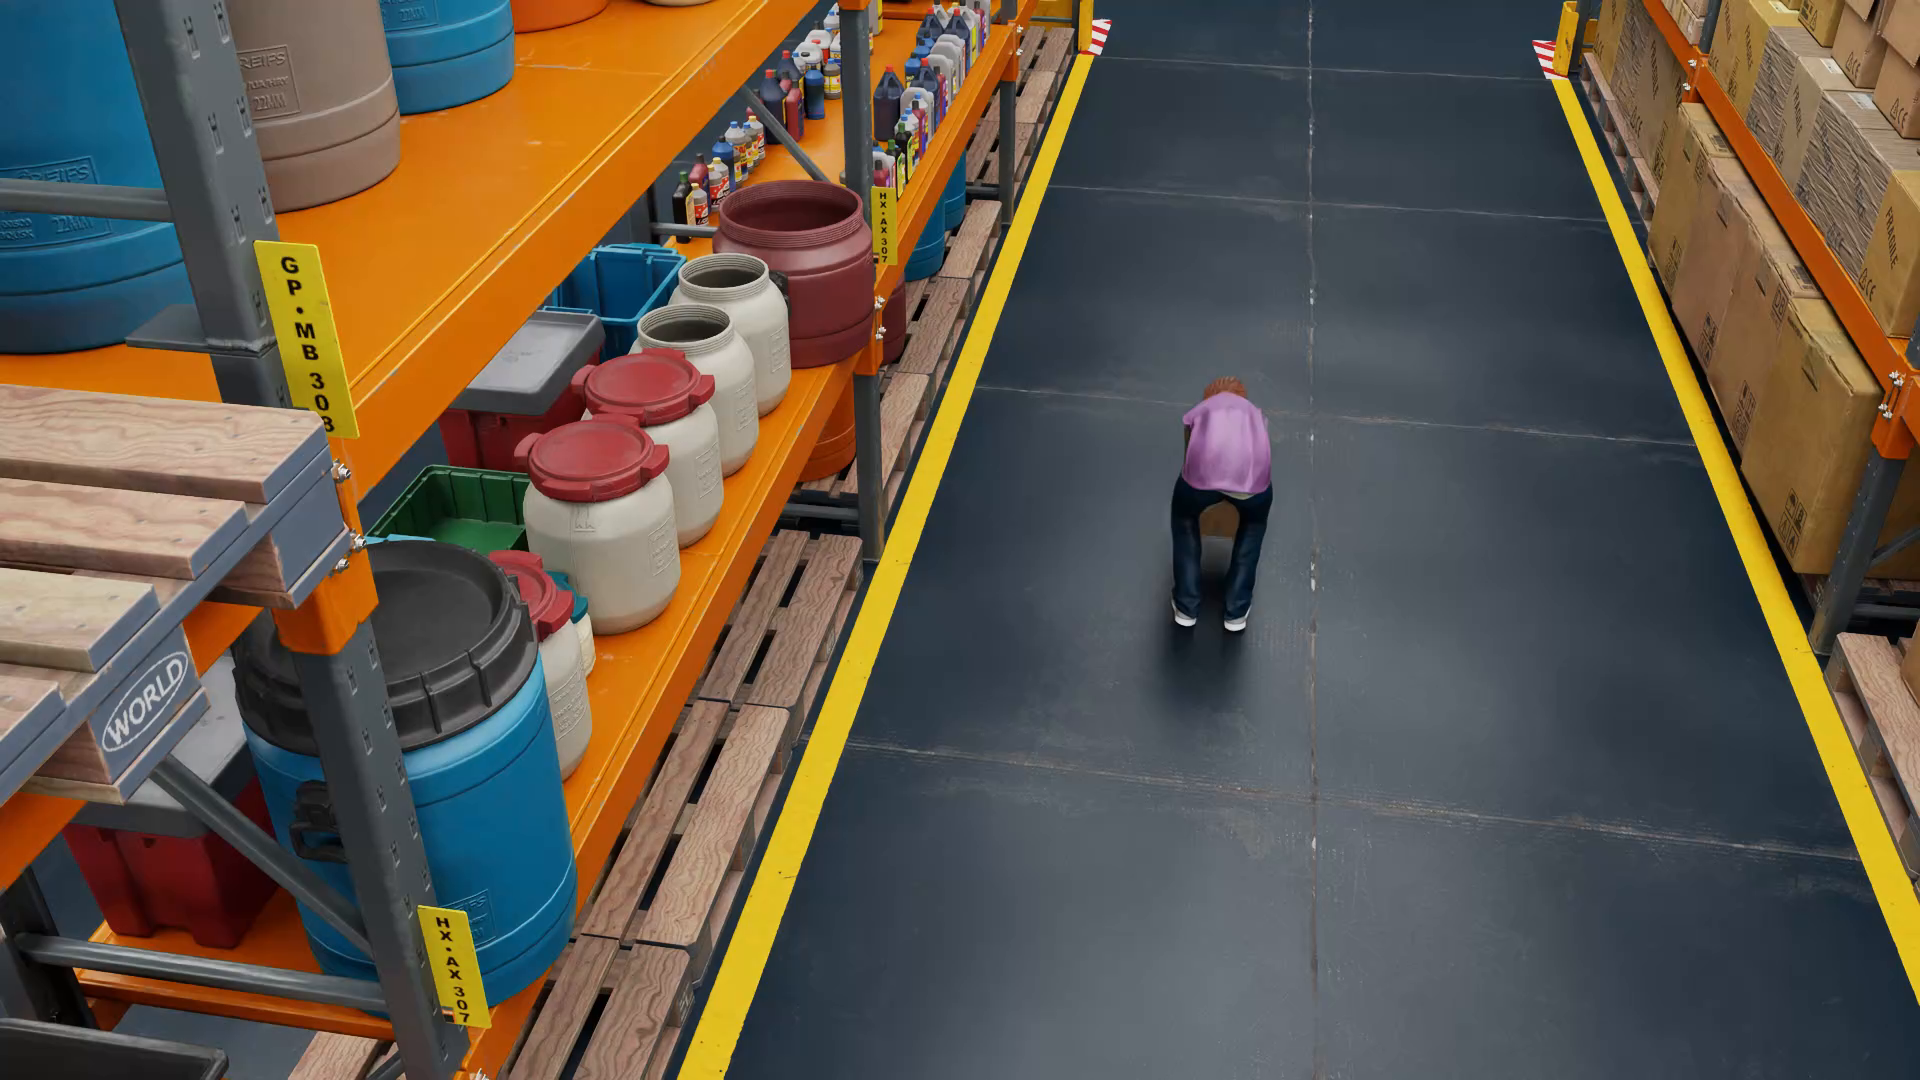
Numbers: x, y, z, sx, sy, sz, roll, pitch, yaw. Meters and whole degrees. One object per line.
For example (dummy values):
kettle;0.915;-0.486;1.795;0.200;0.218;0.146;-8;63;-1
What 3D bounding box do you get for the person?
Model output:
person;1.098;-0.186;7.014;0.406;0.969;0.870;4;33;6
